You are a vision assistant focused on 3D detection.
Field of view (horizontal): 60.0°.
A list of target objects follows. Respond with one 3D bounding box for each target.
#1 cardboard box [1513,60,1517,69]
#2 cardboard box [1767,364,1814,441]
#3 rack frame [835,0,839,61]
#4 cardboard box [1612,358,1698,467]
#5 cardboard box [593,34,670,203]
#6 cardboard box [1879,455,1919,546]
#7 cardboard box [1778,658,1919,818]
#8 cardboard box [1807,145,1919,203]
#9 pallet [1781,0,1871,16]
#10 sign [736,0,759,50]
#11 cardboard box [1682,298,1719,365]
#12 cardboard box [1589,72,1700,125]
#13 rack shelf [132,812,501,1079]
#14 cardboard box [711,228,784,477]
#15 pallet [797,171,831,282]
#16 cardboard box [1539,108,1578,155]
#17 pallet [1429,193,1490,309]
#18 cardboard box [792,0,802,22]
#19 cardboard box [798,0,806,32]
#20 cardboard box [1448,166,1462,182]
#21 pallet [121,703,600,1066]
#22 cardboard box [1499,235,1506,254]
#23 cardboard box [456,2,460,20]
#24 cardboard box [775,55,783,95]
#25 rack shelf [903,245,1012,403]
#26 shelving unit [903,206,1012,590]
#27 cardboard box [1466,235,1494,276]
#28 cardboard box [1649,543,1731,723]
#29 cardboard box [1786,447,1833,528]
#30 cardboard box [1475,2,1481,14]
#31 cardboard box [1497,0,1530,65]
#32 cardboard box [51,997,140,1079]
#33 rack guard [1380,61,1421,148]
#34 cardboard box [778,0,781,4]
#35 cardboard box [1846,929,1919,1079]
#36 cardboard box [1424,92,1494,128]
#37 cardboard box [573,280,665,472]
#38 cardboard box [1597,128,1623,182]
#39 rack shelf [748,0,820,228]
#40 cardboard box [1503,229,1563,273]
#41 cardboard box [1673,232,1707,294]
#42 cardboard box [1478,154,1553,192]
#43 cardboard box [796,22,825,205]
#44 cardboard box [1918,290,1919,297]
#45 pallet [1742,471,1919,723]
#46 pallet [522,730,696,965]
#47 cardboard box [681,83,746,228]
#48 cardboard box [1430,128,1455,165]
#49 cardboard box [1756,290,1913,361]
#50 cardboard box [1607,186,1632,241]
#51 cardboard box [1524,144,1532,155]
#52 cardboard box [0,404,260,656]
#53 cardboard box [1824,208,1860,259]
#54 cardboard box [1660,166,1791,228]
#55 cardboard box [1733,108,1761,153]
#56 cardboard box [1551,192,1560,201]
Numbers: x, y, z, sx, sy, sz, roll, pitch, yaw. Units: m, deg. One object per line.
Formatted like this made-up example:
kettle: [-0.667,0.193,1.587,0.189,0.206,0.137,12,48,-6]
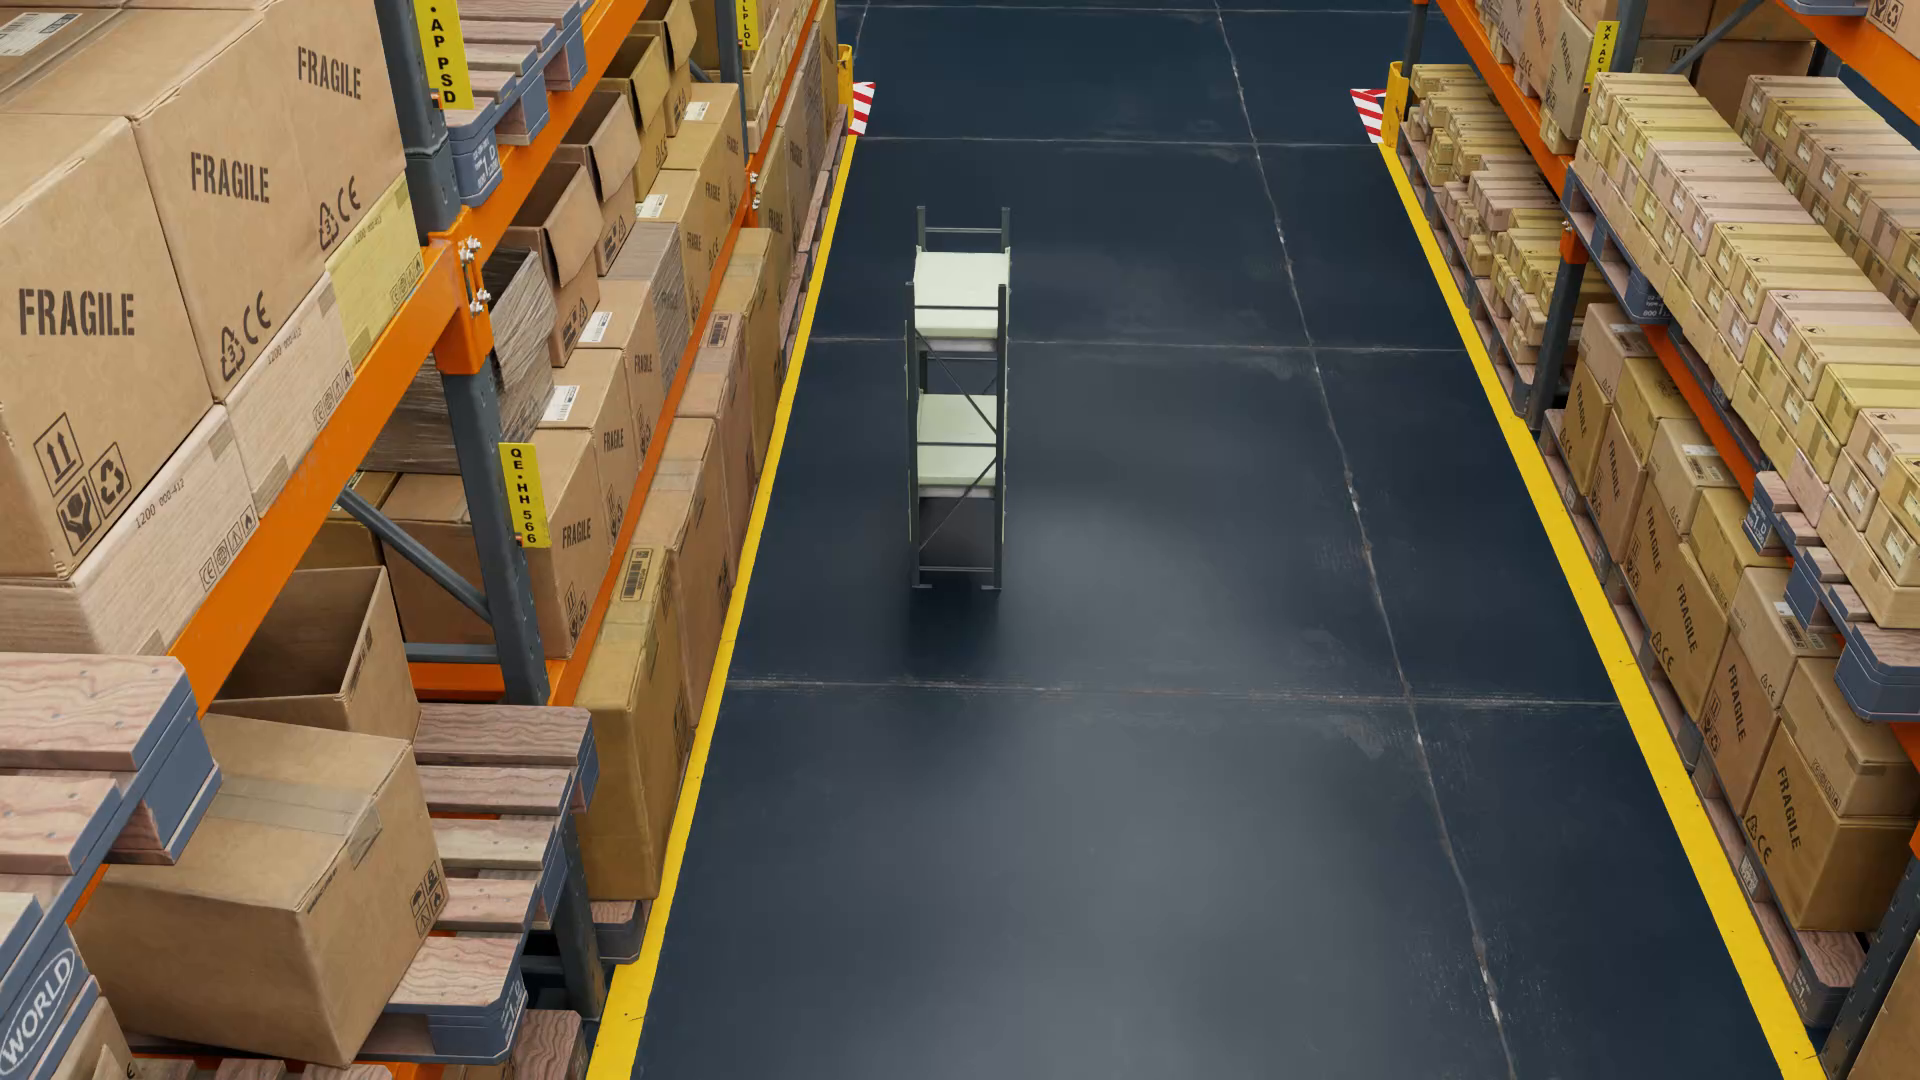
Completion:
cardboard box: [3.255,-2.625,9.094,0.380,0.149,0.250,1,35,1]
cardboard box: [2.858,-0.441,5.363,0.380,0.149,0.250,1,35,2]
rack frame: [-1.365,-4.277,11.226,1.000,3.000,0.127,1,35,2]
cardboard box: [3.114,-0.537,7.062,0.500,0.250,0.500,2,35,3]
cardboard box: [-1.582,-1.669,6.556,0.797,0.503,0.637,2,35,2]
cardboard box: [2.827,-0.112,4.637,0.380,0.149,0.250,0,35,0]
cardboard box: [3.031,0.637,5.391,0.500,0.250,0.500,1,35,1]
cardboard box: [3.573,-1.429,6.511,0.380,0.149,0.250,1,35,2]
pallet: [3.257,-2.008,5.553,1.213,0.211,1.003,1,35,2]
sign: [-0.983,-2.413,7.636,0.100,0.325,0.005,1,35,2]
cardboard box: [2.891,-0.764,6.082,0.380,0.149,0.250,0,35,0]
cardboard box: [2.951,-1.902,7.184,0.380,0.149,0.250,3,35,4]
rack shelf: [-1.767,1.763,3.258,1.077,0.370,4.000,1,35,2]
cardboard box: [-1.531,-0.913,7.923,1.225,0.875,0.875,1,35,2]
pallet: [-1.371,-1.975,10.377,1.003,0.211,1.213,1,35,2]
cardboard box: [3.105,-2.023,8.238,0.380,0.149,0.250,0,35,1]
pallet: [3.464,-1.754,10.063,1.003,0.211,1.213,1,35,2]
cardboard box: [-1.177,-3.169,9.522,0.500,0.250,0.500,1,35,2]
cardboard box: [-1.112,-3.083,9.747,0.380,0.149,0.250,2,35,3]
cardboard box: [3.280,-2.228,10.425,0.380,0.149,0.250,1,35,2]
pallet: [-1.608,0.810,4.155,1.213,0.211,1.003,1,35,2]
cardboard box: [3.221,-1.573,9.235,0.380,0.149,0.250,2,35,2]
cardboard box: [-1.734,-1.474,4.174,0.797,0.503,0.637,3,35,5]
cardboard box: [-1.152,-2.491,8.905,0.380,0.149,0.250,0,35,1]
rack shelf: [0.000,-0.929,7.089,0.431,0.370,0.720,1,35,2]
shelving unit: [0.000,-0.610,7.313,0.431,1.500,0.755,1,35,2]
cardboard box: [3.143,-1.639,9.588,0.380,0.149,0.250,1,35,2]
cardboard box: [3.061,0.357,6.442,0.500,0.500,0.500,0,35,0]
cardboard box: [2.848,-0.161,5.224,0.380,0.149,0.250,2,35,3]
cardboard box: [3.305,-3.215,9.934,0.380,0.149,0.250,1,35,1]
cardboard box: [3.207,-2.837,8.832,0.500,0.500,0.500,1,35,2]
cardboard box: [-1.983,1.167,3.246,0.500,0.250,0.500,0,35,1]
rack guard: [3.584,-3.038,11.637,1.175,0.500,0.348,1,35,2]
cardboard box: [-1.207,-3.197,8.909,0.500,0.500,0.500,0,35,0]
cardboard box: [3.151,1.589,4.472,1.050,0.750,0.750,1,35,1]
cardboard box: [3.198,-2.757,10.660,0.380,0.149,0.250,1,35,2]
cardboard box: [-1.359,-0.585,5.887,0.500,0.500,0.500,1,35,1]
cardboard box: [2.943,-1.632,7.058,0.380,0.149,0.250,1,35,1]
rack shelf: [-1.445,-2.833,9.798,1.077,0.370,4.000,1,35,2]
cardboard box: [3.154,-1.556,8.952,0.380,0.149,0.250,1,35,1]
cardboard box: [2.903,-1.027,6.197,0.380,0.149,0.250,1,35,1]
cardboard box: [3.279,-2.156,9.806,0.380,0.149,0.250,1,35,2]
cardboard box: [-1.347,-2.687,10.447,0.875,0.875,0.875,1,35,2]
cardboard box: [3.529,-0.836,5.667,0.380,0.149,0.250,2,35,3]
pallet: [3.188,0.159,5.082,1.213,0.211,1.003,1,35,2]
pallet: [-1.579,1.009,6.130,1.003,0.211,1.213,1,35,2]
cardboard box: [-1.271,-1.744,7.536,0.500,0.500,0.500,1,35,2]
cardboard box: [3.202,-2.492,10.543,0.380,0.149,0.250,2,35,3]
cardboard box: [2.873,-0.699,5.472,0.380,0.149,0.250,1,35,2]
cardboard box: [2.932,-1.356,6.924,0.380,0.149,0.250,2,35,2]
cardboard box: [3.718,-2.471,10.512,0.380,0.149,0.250,1,35,1]
cardboard box: [-1.490,0.006,2.654,0.500,0.250,0.500,2,35,3]
cardboard box: [3.567,-1.163,6.390,0.380,0.149,0.250,0,35,-1]
cardboard box: [2.911,-1.305,6.333,0.380,0.149,0.250,1,35,1]
cardboard box: [3.608,-1.763,7.245,0.380,0.149,0.250,2,35,3]
cardboard box: [3.793,-2.055,10.180,0.380,0.149,0.250,2,35,3]
